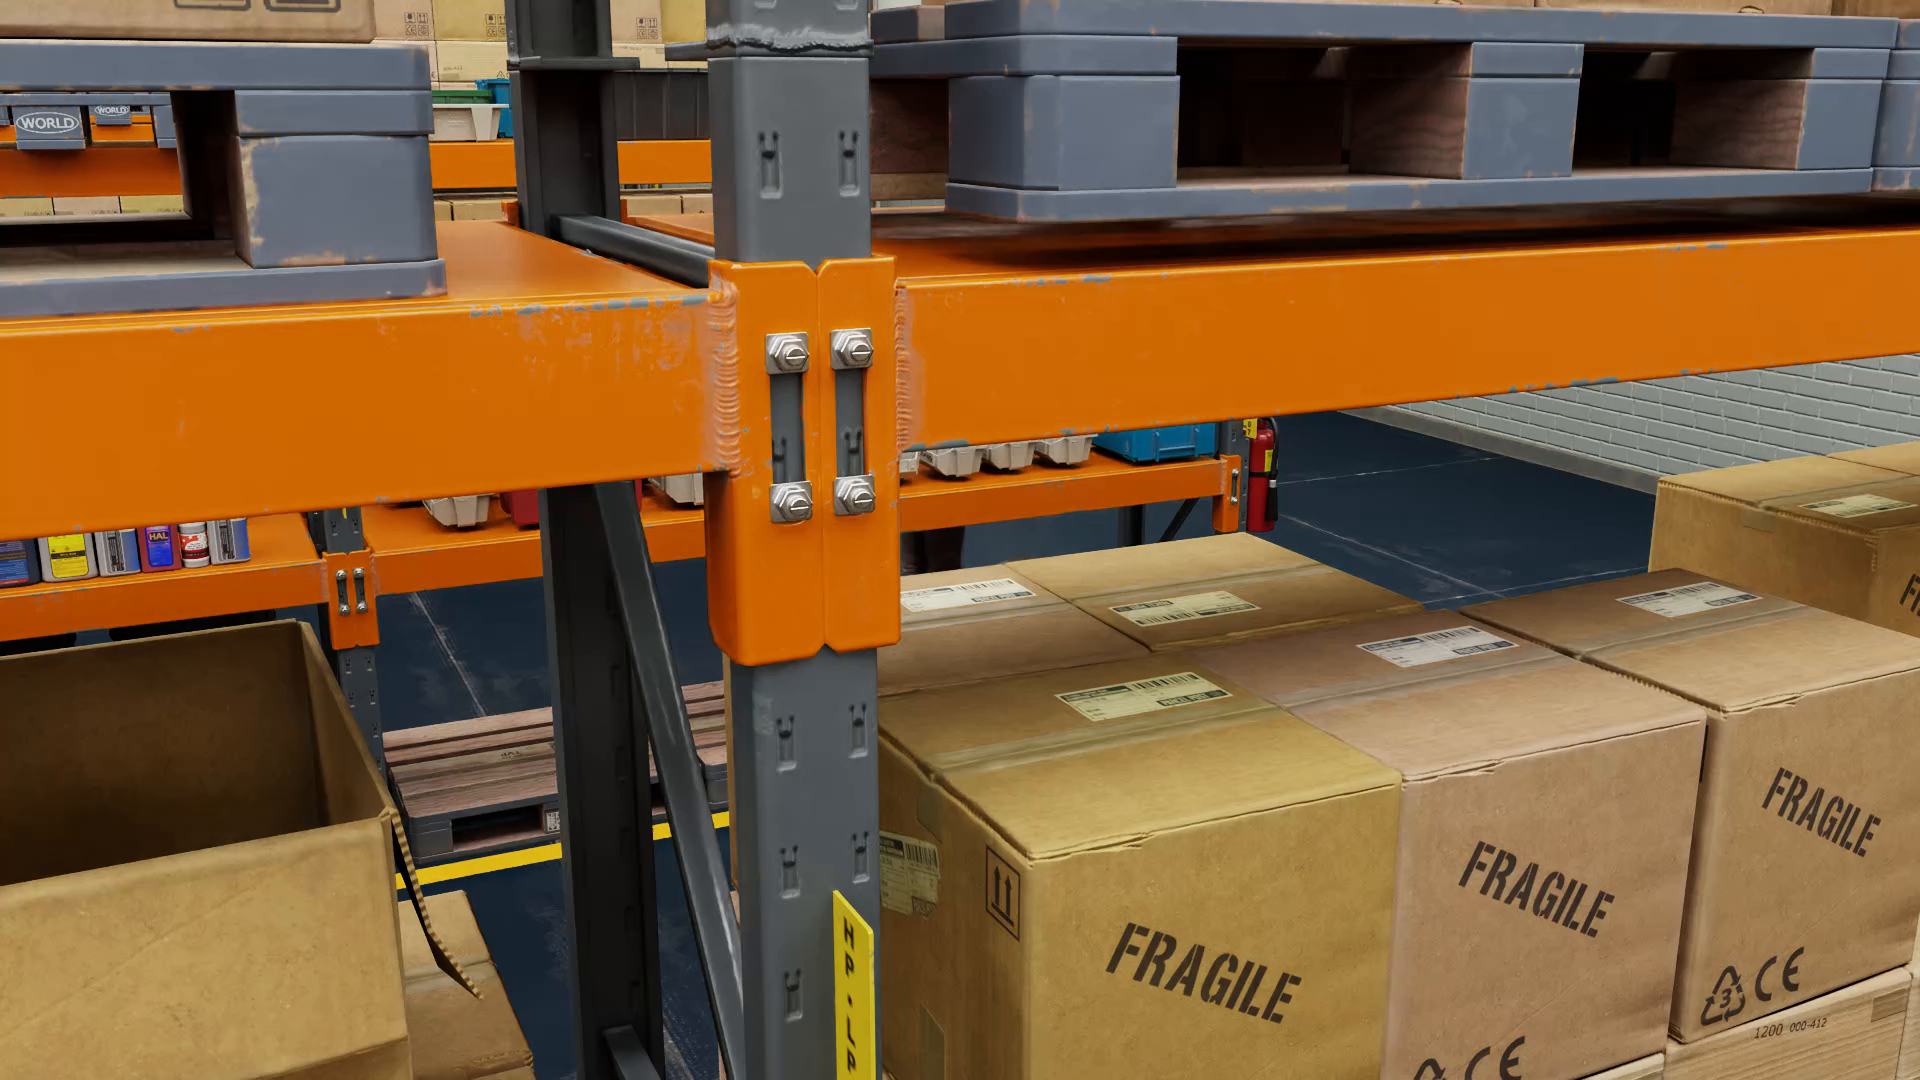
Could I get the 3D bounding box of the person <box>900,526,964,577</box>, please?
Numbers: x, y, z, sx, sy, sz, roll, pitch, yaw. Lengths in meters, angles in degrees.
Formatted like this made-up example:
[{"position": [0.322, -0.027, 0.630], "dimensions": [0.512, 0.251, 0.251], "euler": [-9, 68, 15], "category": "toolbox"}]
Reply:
[{"position": [-0.136, -0.256, 8.233], "dimensions": [0.399, 1.725, 0.564], "euler": [-12, 19, -38], "category": "person"}]
